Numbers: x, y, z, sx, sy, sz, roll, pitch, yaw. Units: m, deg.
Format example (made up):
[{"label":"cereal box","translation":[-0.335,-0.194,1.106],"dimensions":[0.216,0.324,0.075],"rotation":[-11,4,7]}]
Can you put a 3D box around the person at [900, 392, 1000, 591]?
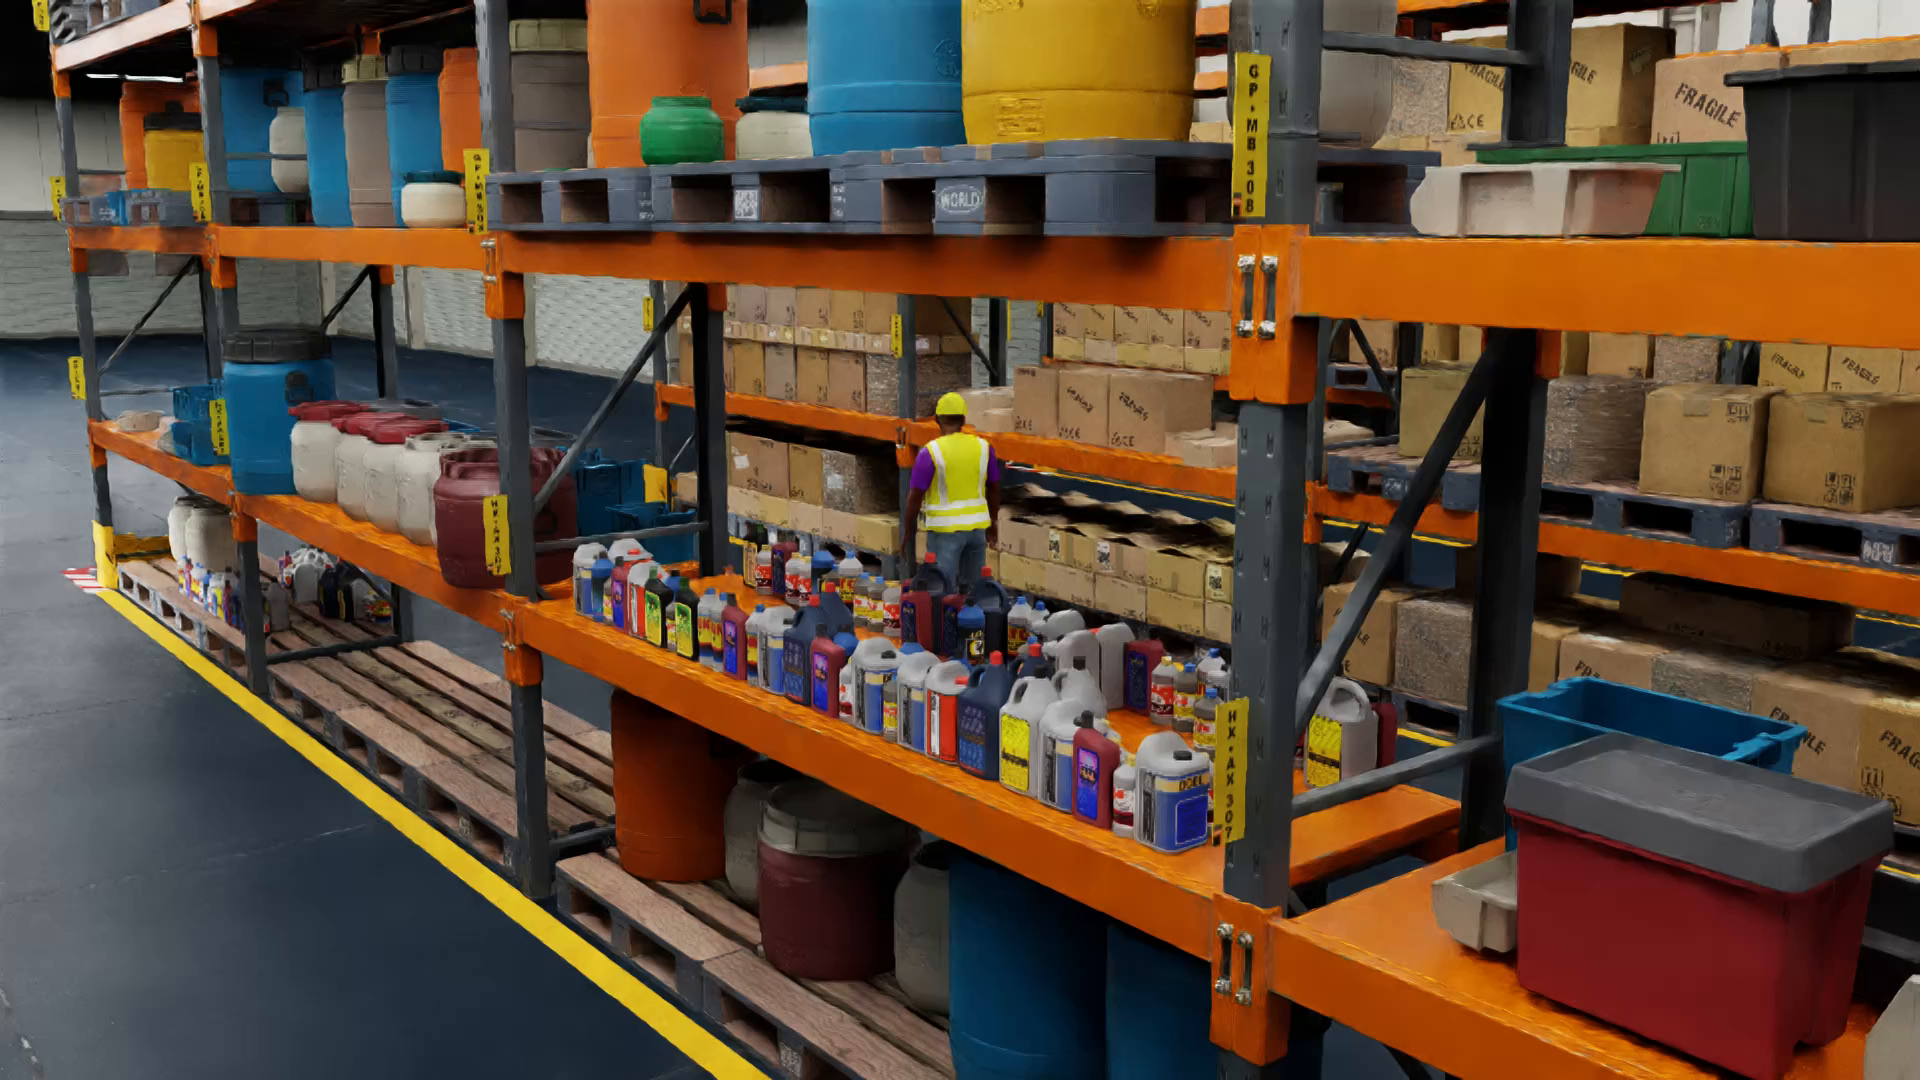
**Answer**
[{"label":"person","translation":[-0.030,-0.049,10.596],"dimensions":[0.683,1.771,0.444],"rotation":[-6,13,-30]}]
